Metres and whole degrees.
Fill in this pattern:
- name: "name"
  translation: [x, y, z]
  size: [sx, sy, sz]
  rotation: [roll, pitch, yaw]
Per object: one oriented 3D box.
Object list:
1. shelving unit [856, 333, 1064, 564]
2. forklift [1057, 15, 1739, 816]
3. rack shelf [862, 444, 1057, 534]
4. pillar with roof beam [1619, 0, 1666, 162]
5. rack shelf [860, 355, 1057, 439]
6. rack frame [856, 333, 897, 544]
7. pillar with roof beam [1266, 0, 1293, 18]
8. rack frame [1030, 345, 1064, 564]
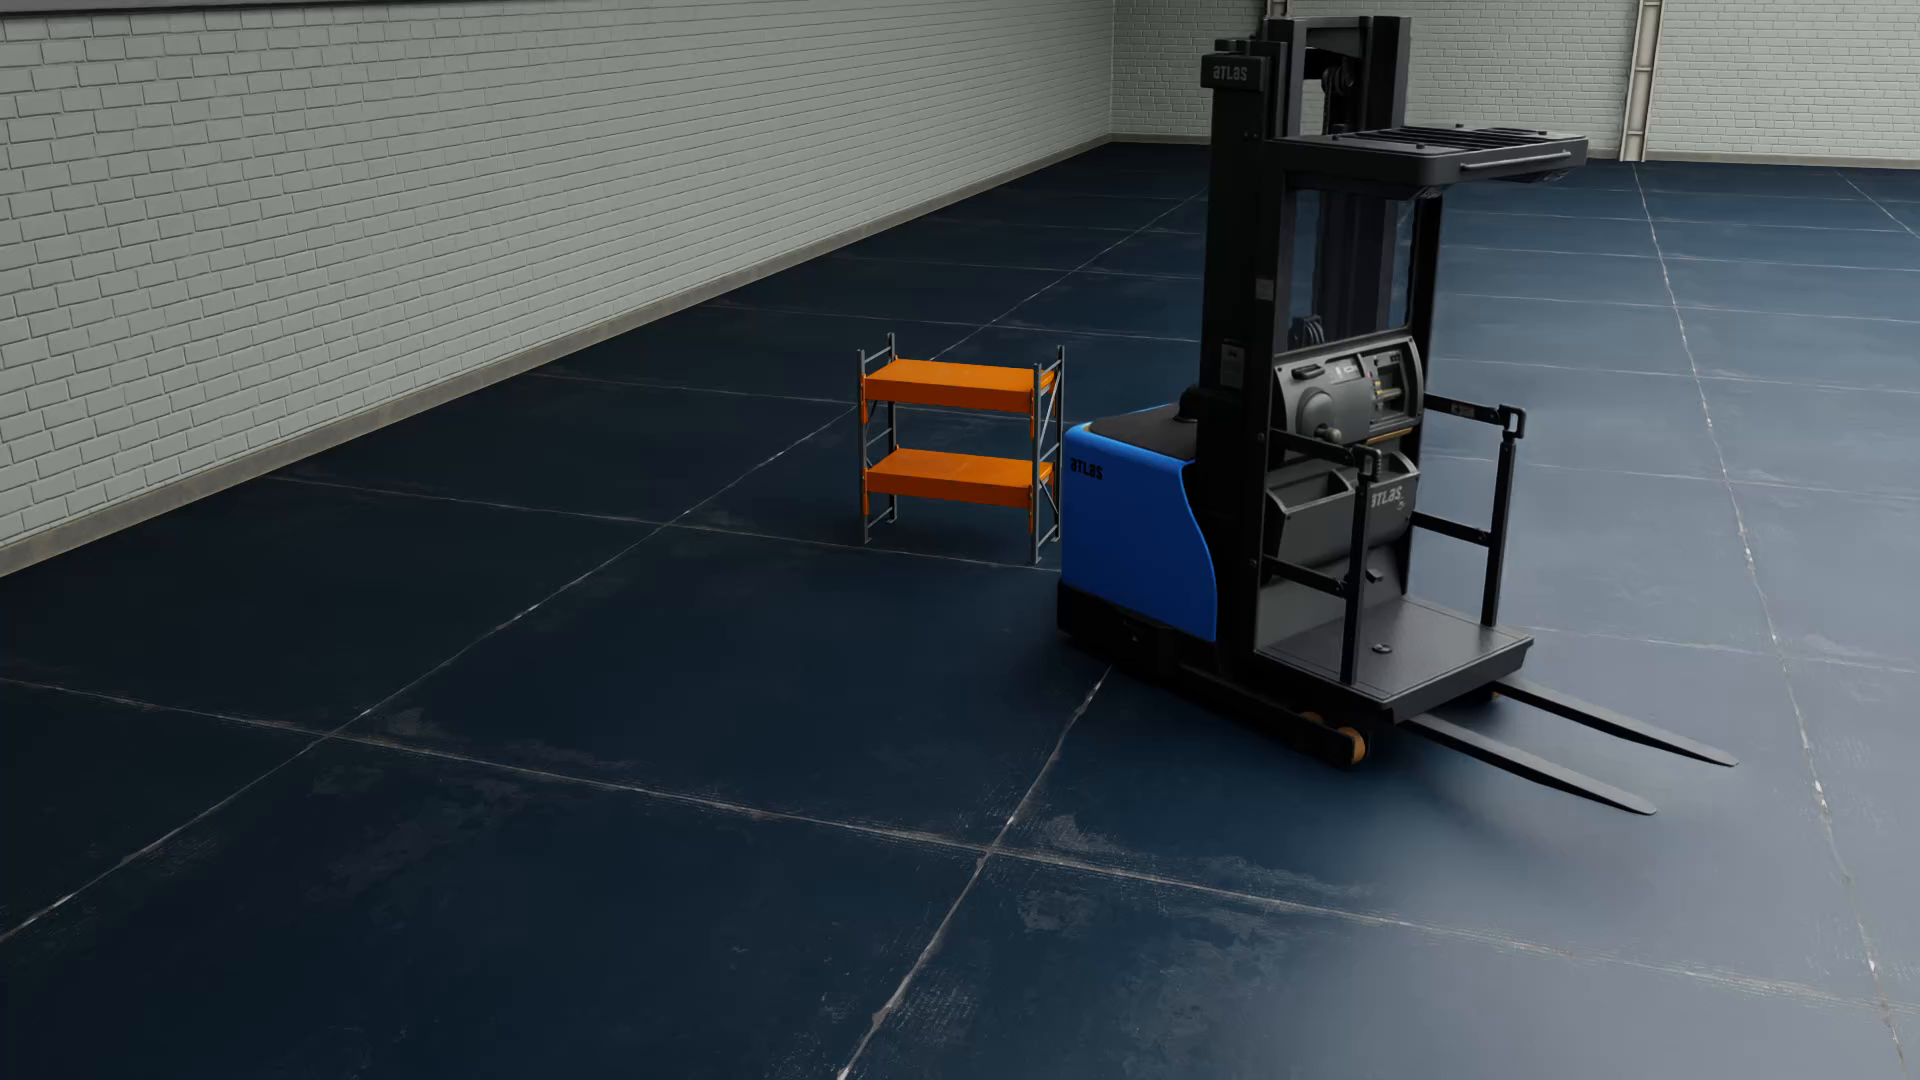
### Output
- name: "shelving unit"
  translation: [0.006, -0.530, 9.389]
  size: [1.048, 1.125, 0.538]
  rotation: [7, 20, 18]
- name: "forklift"
  translation: [1.799, -0.630, 6.930]
  size: [1.130, 2.935, 3.031]
  rotation: [-15, 24, -37]
- name: "rack shelf"
  translation: [0.006, -0.300, 9.469]
  size: [1.000, 0.278, 0.538]
  rotation: [7, 20, 18]
- name: "pillar with roof beam"
  translation: [9.801, -9.251, 22.444]
  size: [0.400, 9.000, 9.100]
  rotation: [7, 20, 18]
- name: "rack shelf"
  translation: [0.006, -0.807, 9.293]
  size: [1.000, 0.278, 0.538]
  rotation: [7, 20, 18]
- name: "rack frame"
  translation: [-0.474, -0.585, 9.547]
  size: [0.032, 1.125, 0.500]
  rotation: [7, 20, 18]
- name: "pillar with roof beam"
  translation: [4.133, -9.899, 24.303]
  size: [0.400, 9.000, 9.100]
  rotation: [7, 20, 18]
- name: "rack frame"
  translation: [0.487, -0.476, 9.231]
  size: [0.032, 1.125, 0.500]
  rotation: [7, 20, 18]
